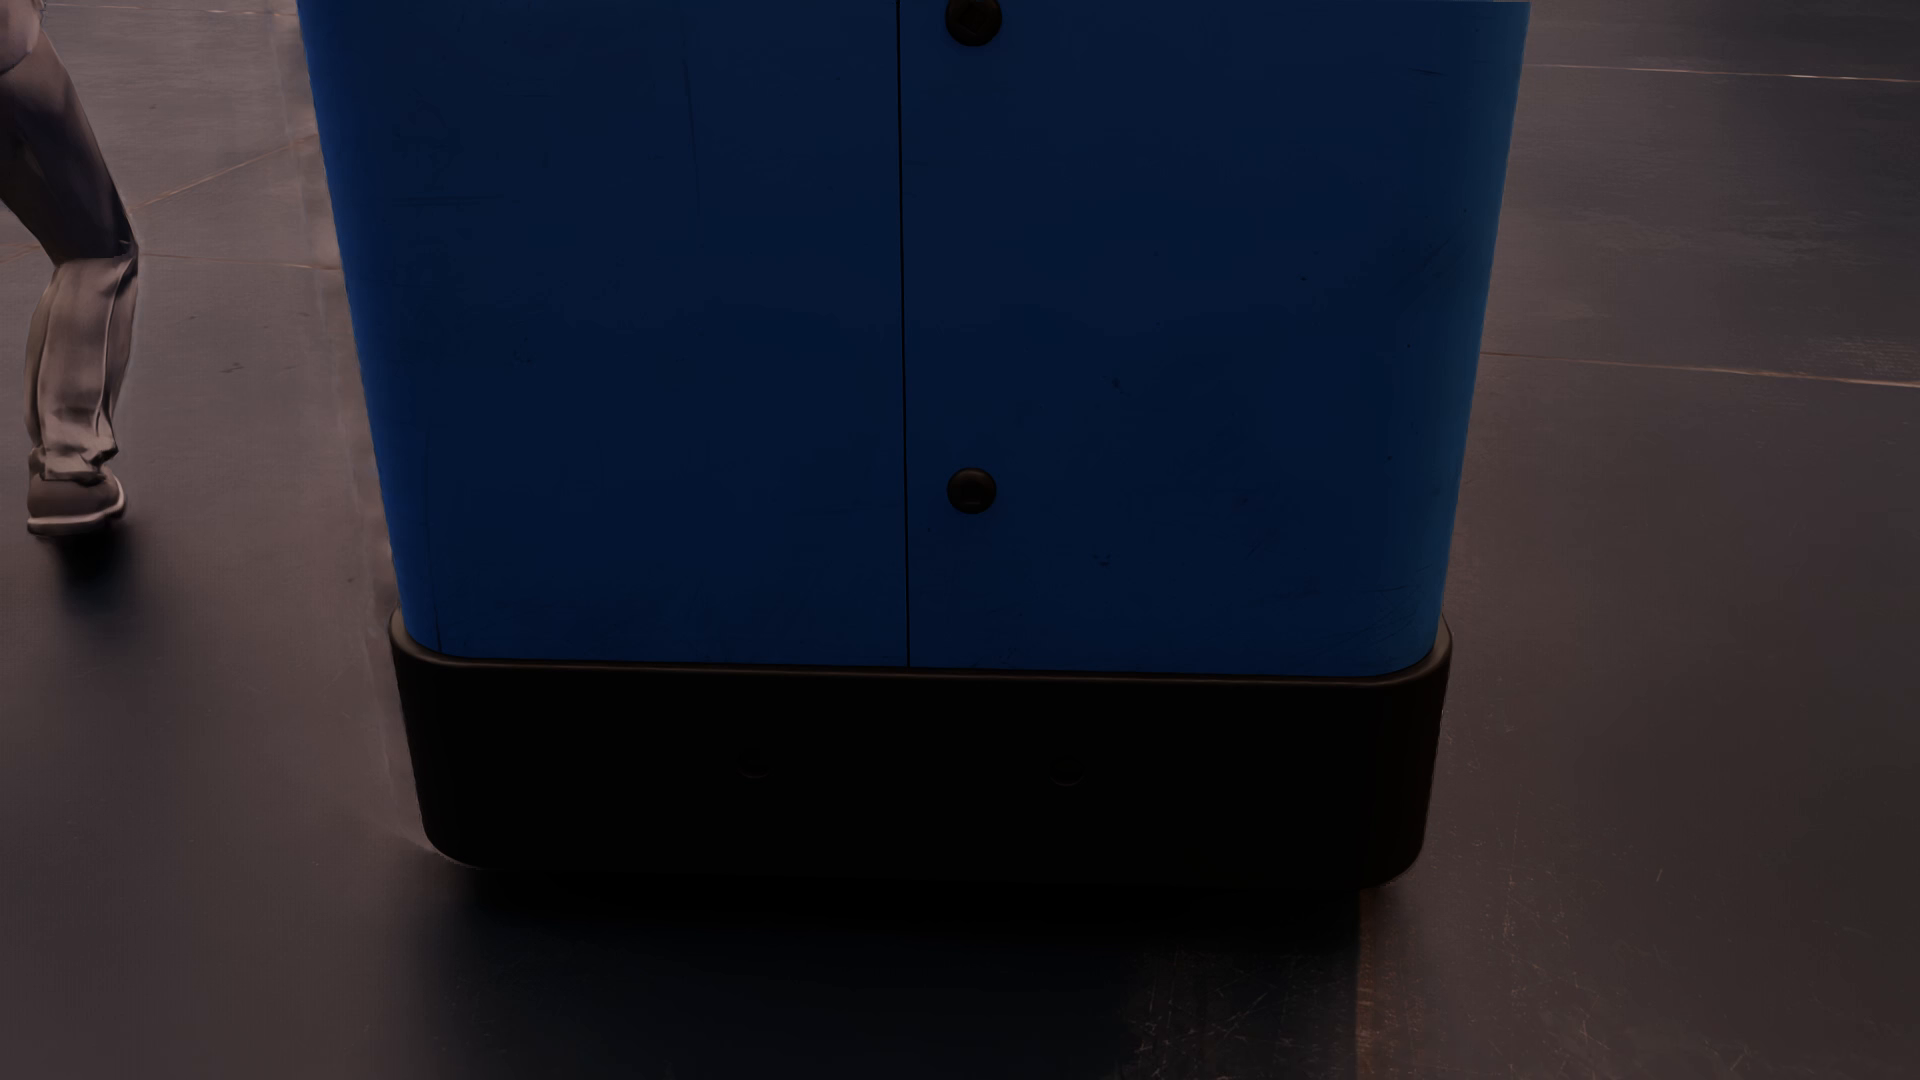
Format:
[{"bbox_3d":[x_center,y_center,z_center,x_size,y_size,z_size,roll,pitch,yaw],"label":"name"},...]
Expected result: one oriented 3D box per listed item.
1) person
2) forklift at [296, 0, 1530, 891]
[{"bbox_3d":[-1.377,-0.677,2.105,0.884,1.554,0.726,-15,30,-27],"label":"person"},{"bbox_3d":[0.015,-1.585,2.387,1.130,2.935,3.031,1,27,2],"label":"forklift"}]
